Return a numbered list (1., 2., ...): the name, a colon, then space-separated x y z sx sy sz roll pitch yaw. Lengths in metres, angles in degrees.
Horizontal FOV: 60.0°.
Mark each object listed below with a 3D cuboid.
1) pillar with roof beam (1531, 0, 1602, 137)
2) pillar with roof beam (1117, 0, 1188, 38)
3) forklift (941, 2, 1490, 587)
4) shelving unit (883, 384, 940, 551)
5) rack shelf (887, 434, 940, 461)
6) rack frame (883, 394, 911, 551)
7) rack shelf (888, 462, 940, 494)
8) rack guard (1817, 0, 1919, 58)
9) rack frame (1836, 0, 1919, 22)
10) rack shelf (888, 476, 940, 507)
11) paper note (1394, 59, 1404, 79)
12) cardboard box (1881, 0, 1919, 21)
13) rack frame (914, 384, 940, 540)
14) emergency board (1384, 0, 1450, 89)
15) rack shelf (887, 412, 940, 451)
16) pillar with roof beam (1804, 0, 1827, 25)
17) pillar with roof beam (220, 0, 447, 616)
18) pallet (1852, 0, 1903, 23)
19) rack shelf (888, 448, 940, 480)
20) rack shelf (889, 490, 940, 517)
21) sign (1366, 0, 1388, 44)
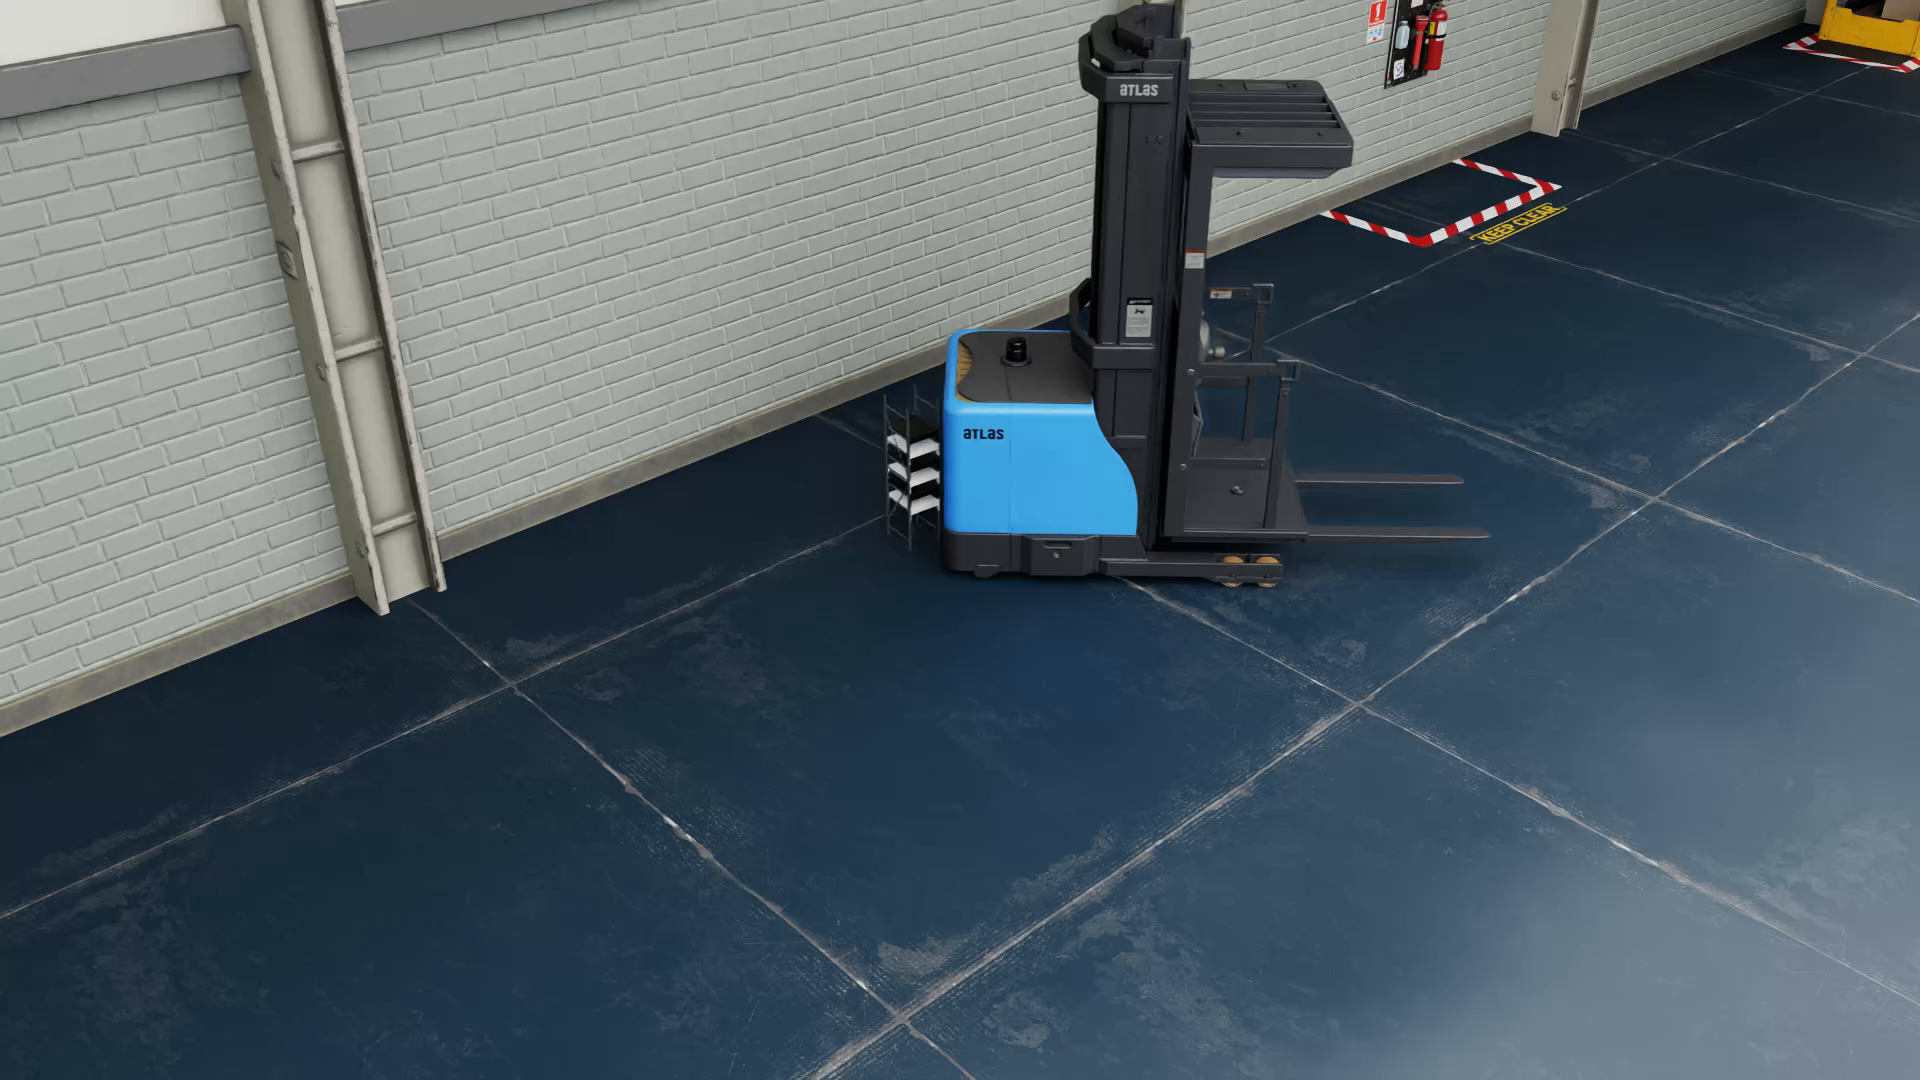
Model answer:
1. pillar with roof beam: 8.658 -6.170 11.049 0.400 9.000 9.100 -26 40 -35
2. pillar with roof beam: 4.259 -4.042 7.568 0.400 9.000 9.100 -26 40 -35
3. forklift: 1.423 -1.273 8.856 3.031 2.935 1.130 1 31 1
4. shelving unit: -0.268 -0.402 9.378 0.210 0.900 0.258 -21 37 -30
5. rack shelf: -0.268 -0.527 9.302 0.200 0.077 0.258 -21 37 -30
6. rack frame: -0.350 -0.370 9.327 0.006 0.900 0.240 -21 37 -30
7. rack shelf: -0.268 -0.373 9.396 0.200 0.077 0.258 -21 37 -30
8. rack guard: 10.262 -5.767 18.536 0.348 0.500 1.175 -26 40 -35
9. rack frame: 10.206 -6.806 17.840 0.127 3.000 1.000 -26 40 -35
10. rack shelf: -0.268 -0.296 9.443 0.200 0.077 0.258 -21 37 -30
11. paper note: 3.717 -3.983 14.068 0.142 0.148 0.016 -26 40 -35
12. cardboard box: 10.774 -6.058 18.772 0.500 0.311 0.500 24 39 34
13. rack frame: -0.186 -0.433 9.430 0.006 0.900 0.240 -21 37 -30
14. emergency board: 3.893 -4.395 13.897 0.643 1.169 0.194 -26 40 -35
15. rack shelf: -0.268 -0.604 9.255 0.200 0.077 0.258 -21 37 -30
16. pillar with roof beam: 13.058 -8.298 14.529 0.400 9.000 9.100 -26 40 -35
17. pillar with roof beam: -0.141 -1.914 4.088 0.400 9.000 9.100 -26 40 -35
18. pallet: 10.881 -5.918 19.061 1.213 0.211 1.003 -26 40 -35
19. rack shelf: -0.268 -0.450 9.349 0.200 0.077 0.258 -21 37 -30
20. rack shelf: -0.268 -0.220 9.490 0.200 0.077 0.258 -21 37 -30
21. sign: 3.418 -4.254 13.632 0.234 0.329 0.001 -26 40 -35
